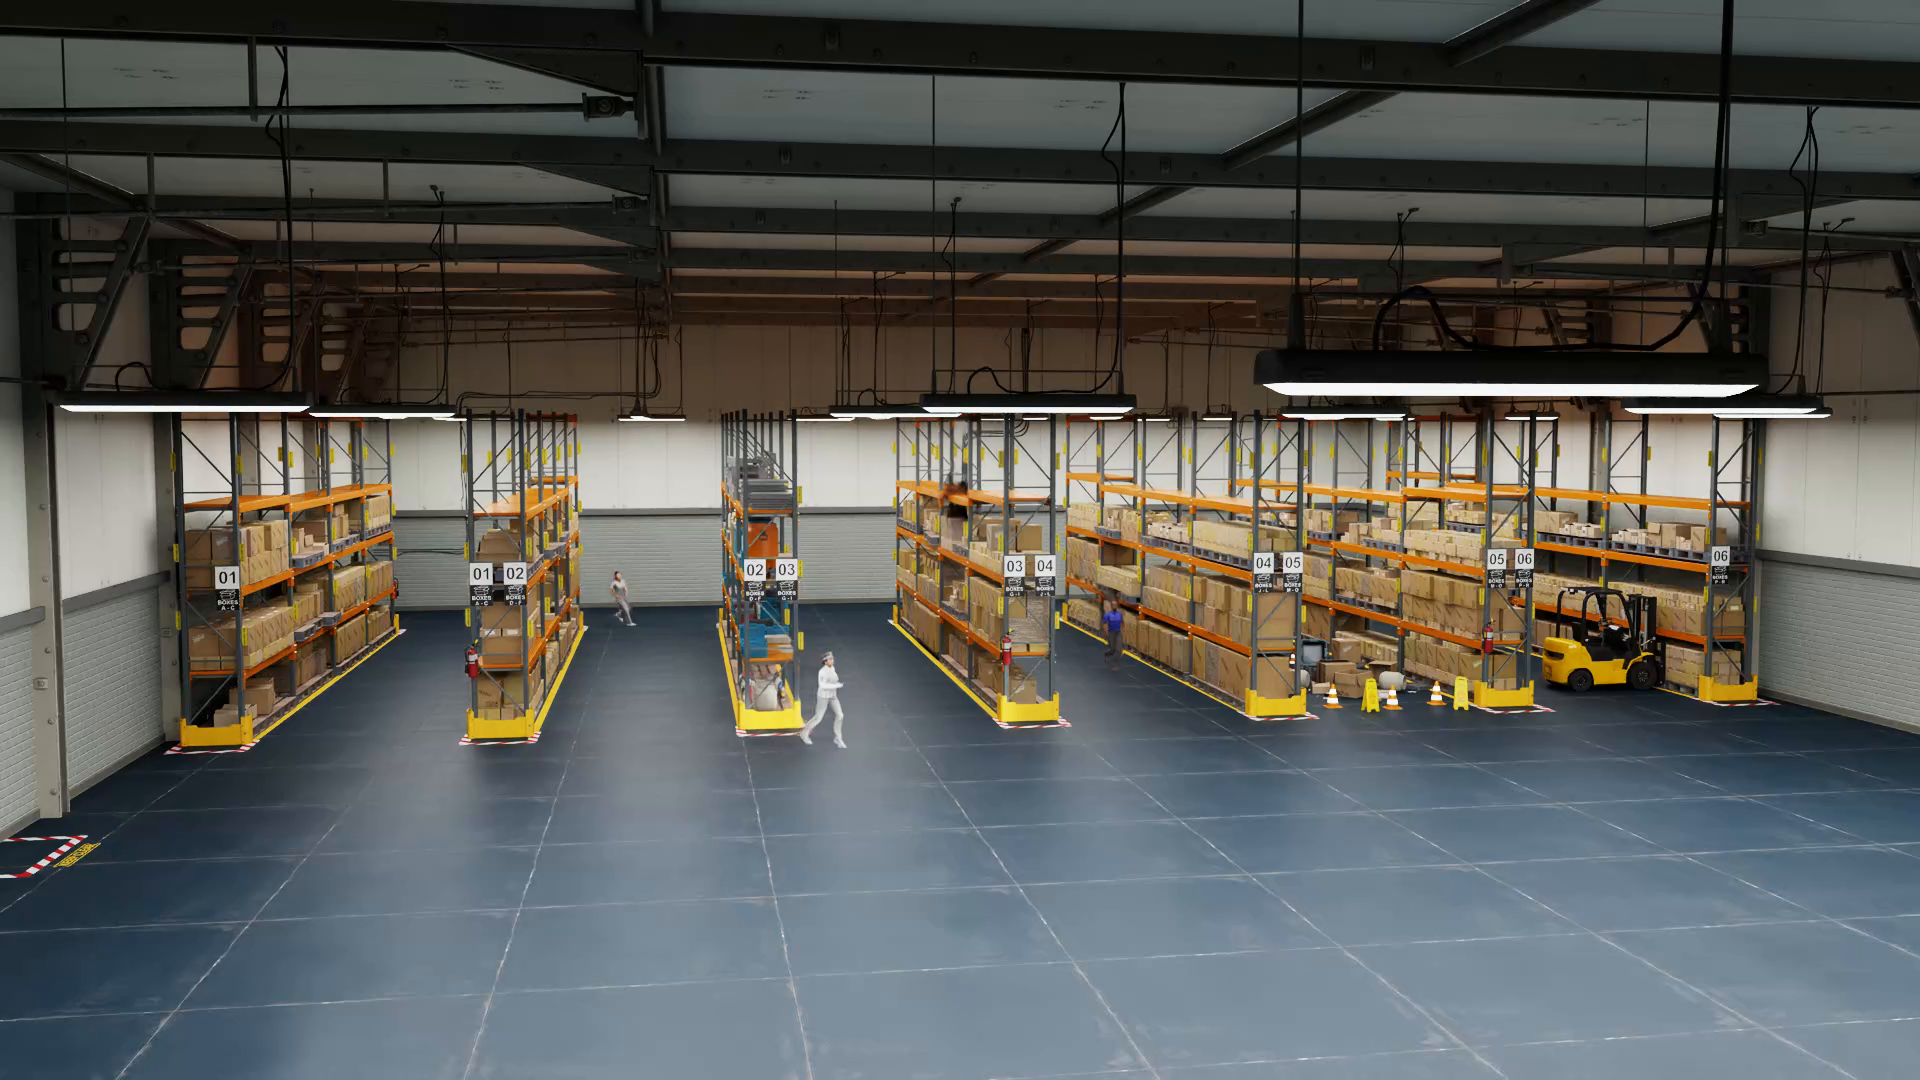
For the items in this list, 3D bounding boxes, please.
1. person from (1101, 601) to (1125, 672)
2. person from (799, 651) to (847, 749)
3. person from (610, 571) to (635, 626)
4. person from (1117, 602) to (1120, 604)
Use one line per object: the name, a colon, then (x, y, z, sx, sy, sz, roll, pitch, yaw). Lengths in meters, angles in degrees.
person: (3.557, 2.214, 38.536, 0.582, 1.618, 0.578, -1, 4, -17)
person: (-2.401, 2.824, 29.479, 0.881, 1.743, 0.623, 2, 5, 29)
person: (-9.648, 1.652, 47.068, 0.671, 1.573, 0.648, 3, 5, 40)
person: (4.786, 1.488, 49.584, 0.613, 1.639, 0.608, -2, 5, -29)
